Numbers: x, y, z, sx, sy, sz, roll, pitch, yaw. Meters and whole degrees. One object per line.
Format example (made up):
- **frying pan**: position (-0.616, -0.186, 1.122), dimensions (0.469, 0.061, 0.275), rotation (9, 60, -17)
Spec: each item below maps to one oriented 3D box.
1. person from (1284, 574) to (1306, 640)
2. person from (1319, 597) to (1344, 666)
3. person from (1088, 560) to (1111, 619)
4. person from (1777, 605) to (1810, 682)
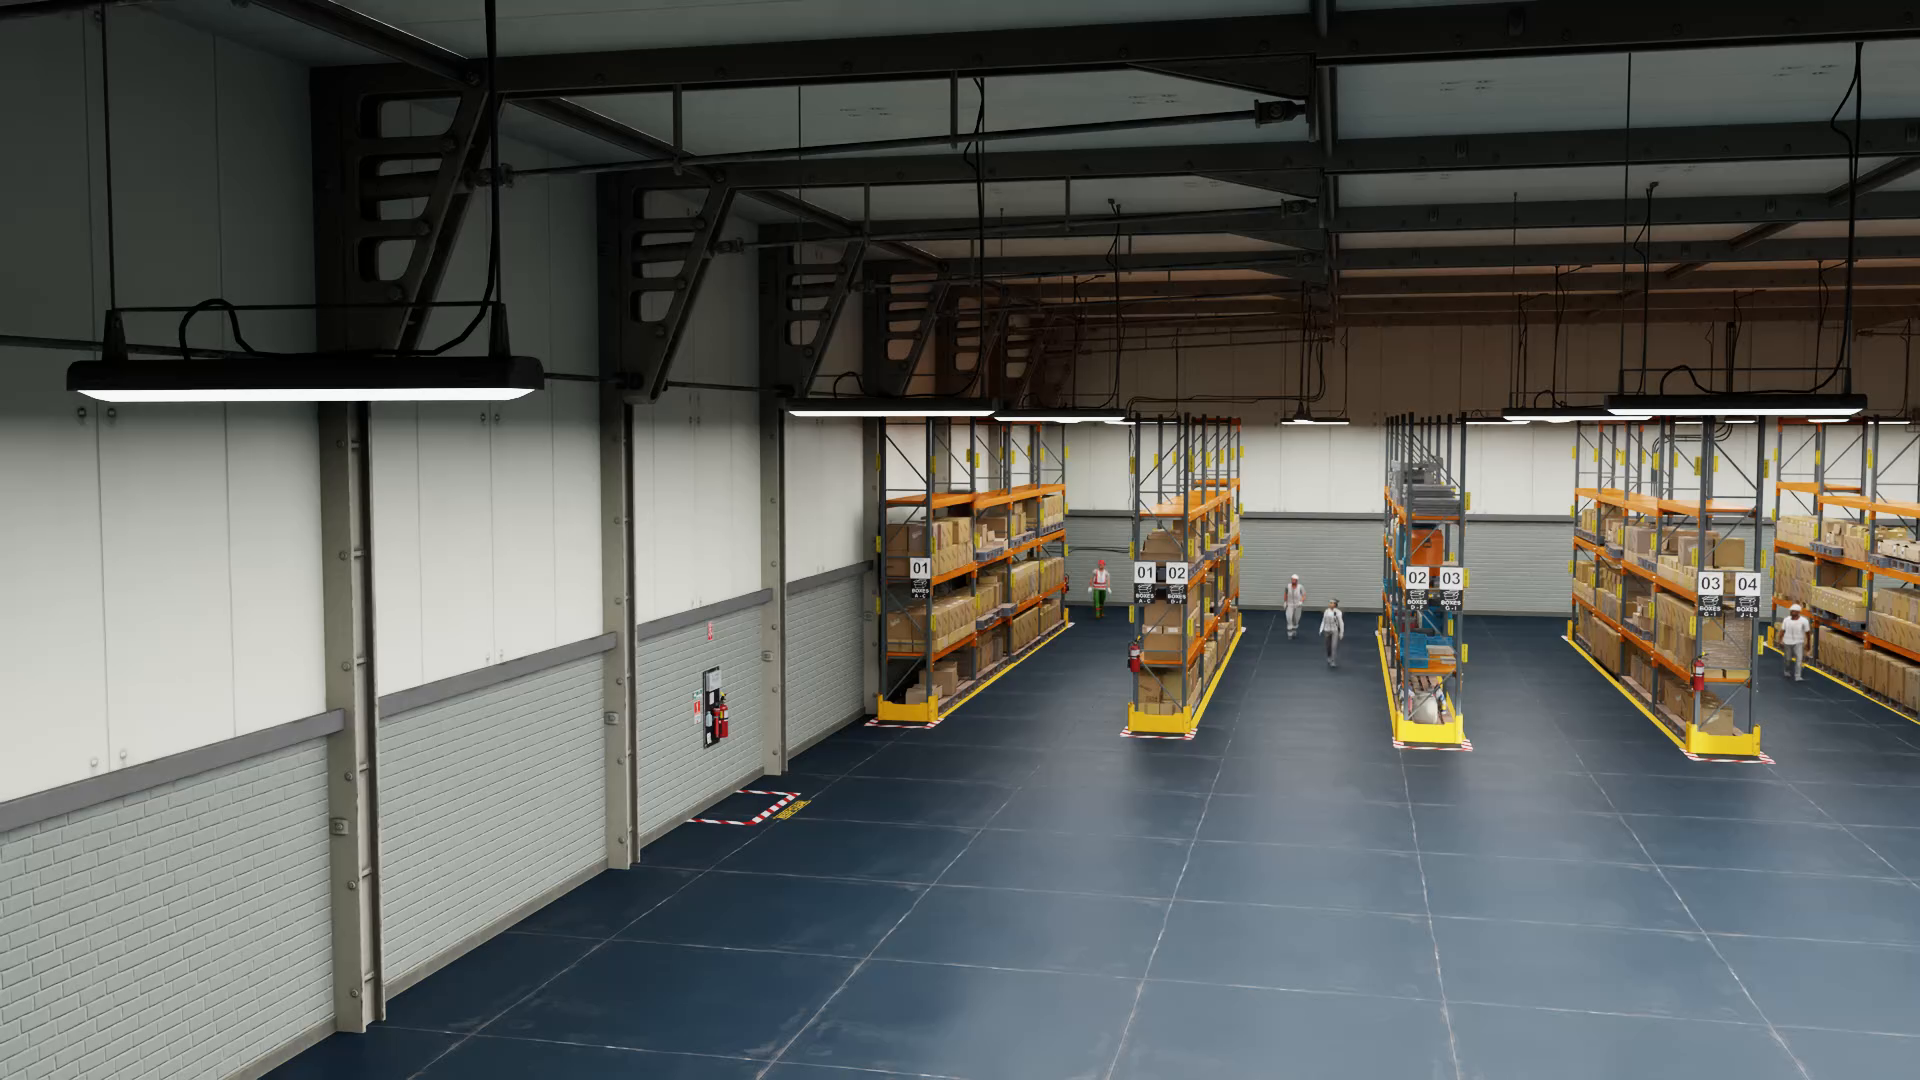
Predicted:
- **person**: position (9.083, 1.832, 45.160), dimensions (0.586, 1.812, 0.877), rotation (1, 4, 13)
- **person**: position (8.944, 2.191, 40.027), dimensions (0.554, 1.644, 0.963), rotation (1, 4, 18)
- **person**: position (4.184, 1.478, 49.741), dimensions (0.641, 1.758, 0.906), rotation (-1, 4, -15)
- **person**: position (18.833, 2.321, 37.562), dimensions (0.694, 1.730, 1.013), rotation (1, 4, 18)
